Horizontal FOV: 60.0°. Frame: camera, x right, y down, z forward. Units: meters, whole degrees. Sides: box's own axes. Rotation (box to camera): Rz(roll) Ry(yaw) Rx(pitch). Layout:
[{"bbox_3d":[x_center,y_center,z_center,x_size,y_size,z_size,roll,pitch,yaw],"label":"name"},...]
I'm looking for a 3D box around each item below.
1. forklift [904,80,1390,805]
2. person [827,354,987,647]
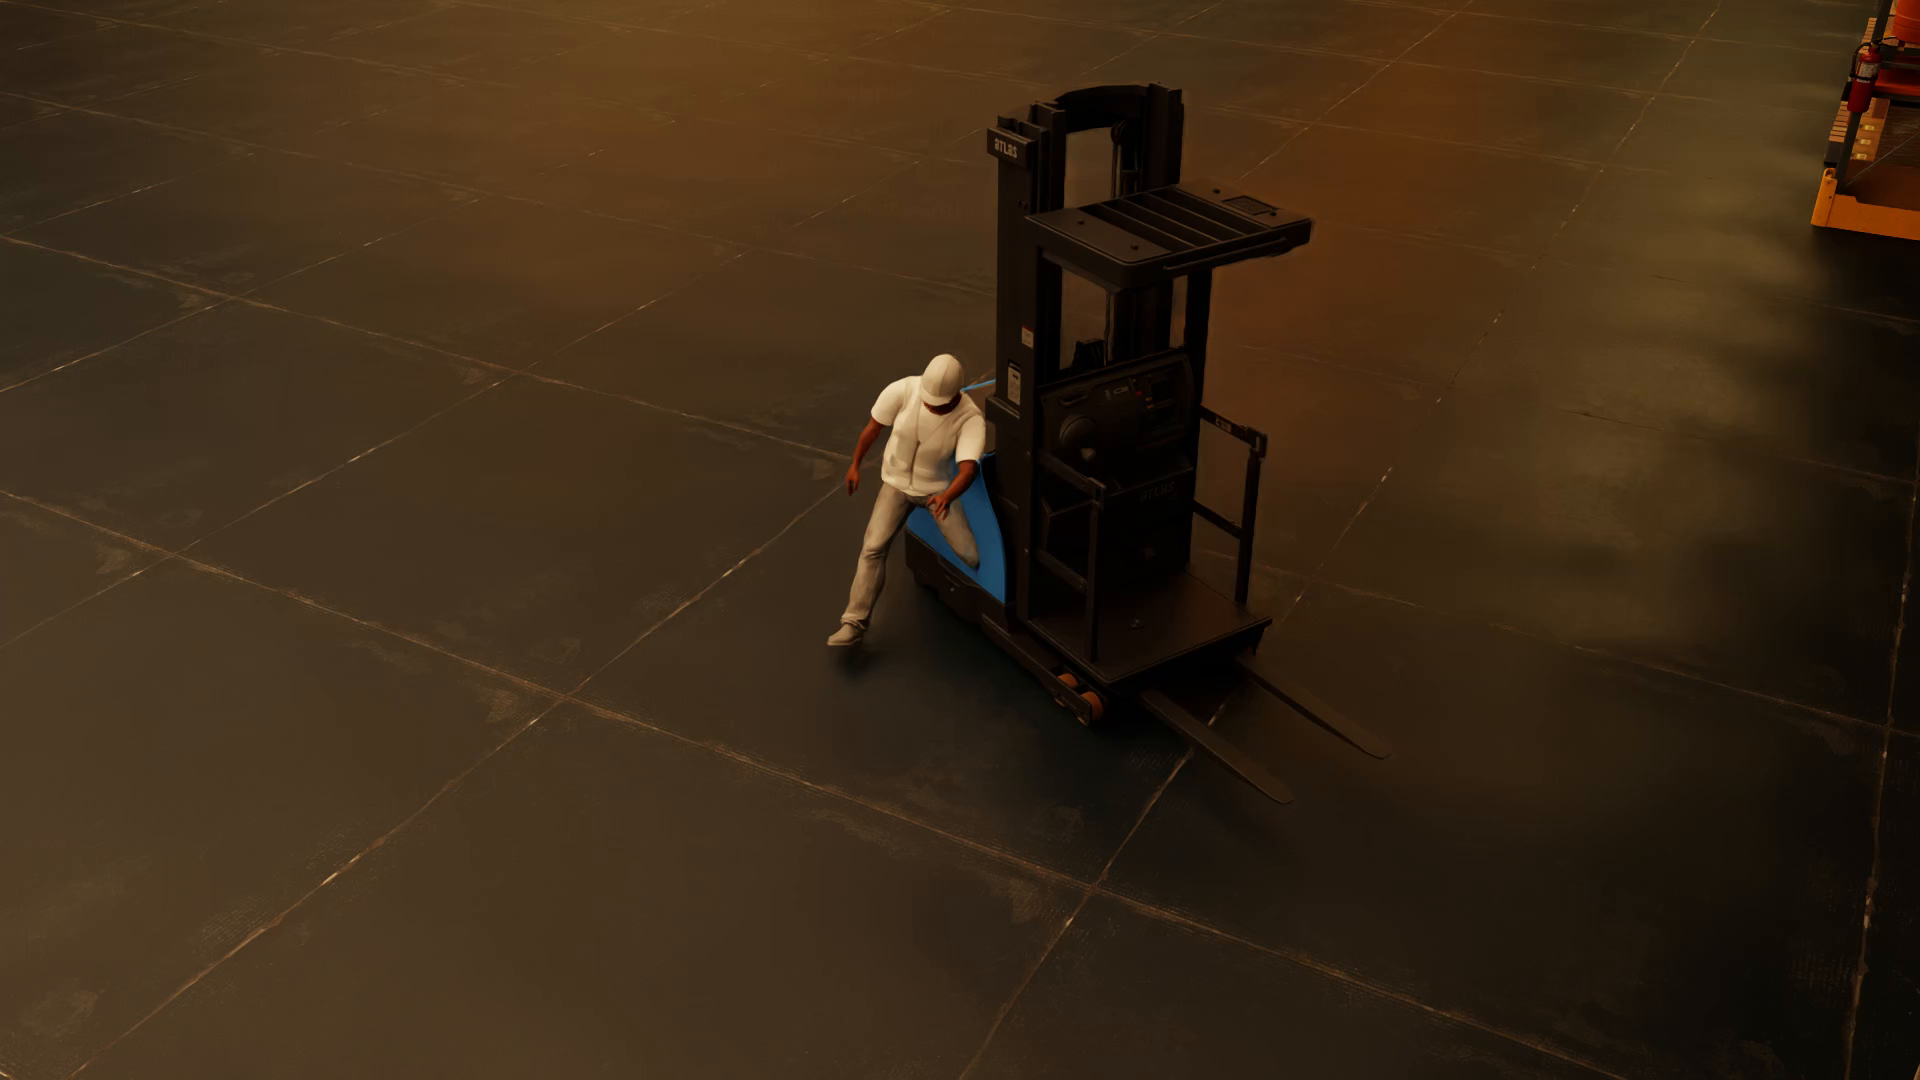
[{"bbox_3d":[0.911,-0.609,8.125,1.130,2.935,3.031,-18,35,-28],"label":"forklift"},{"bbox_3d":[-0.187,-0.200,8.736,1.005,1.552,1.038,9,31,15],"label":"person"}]
